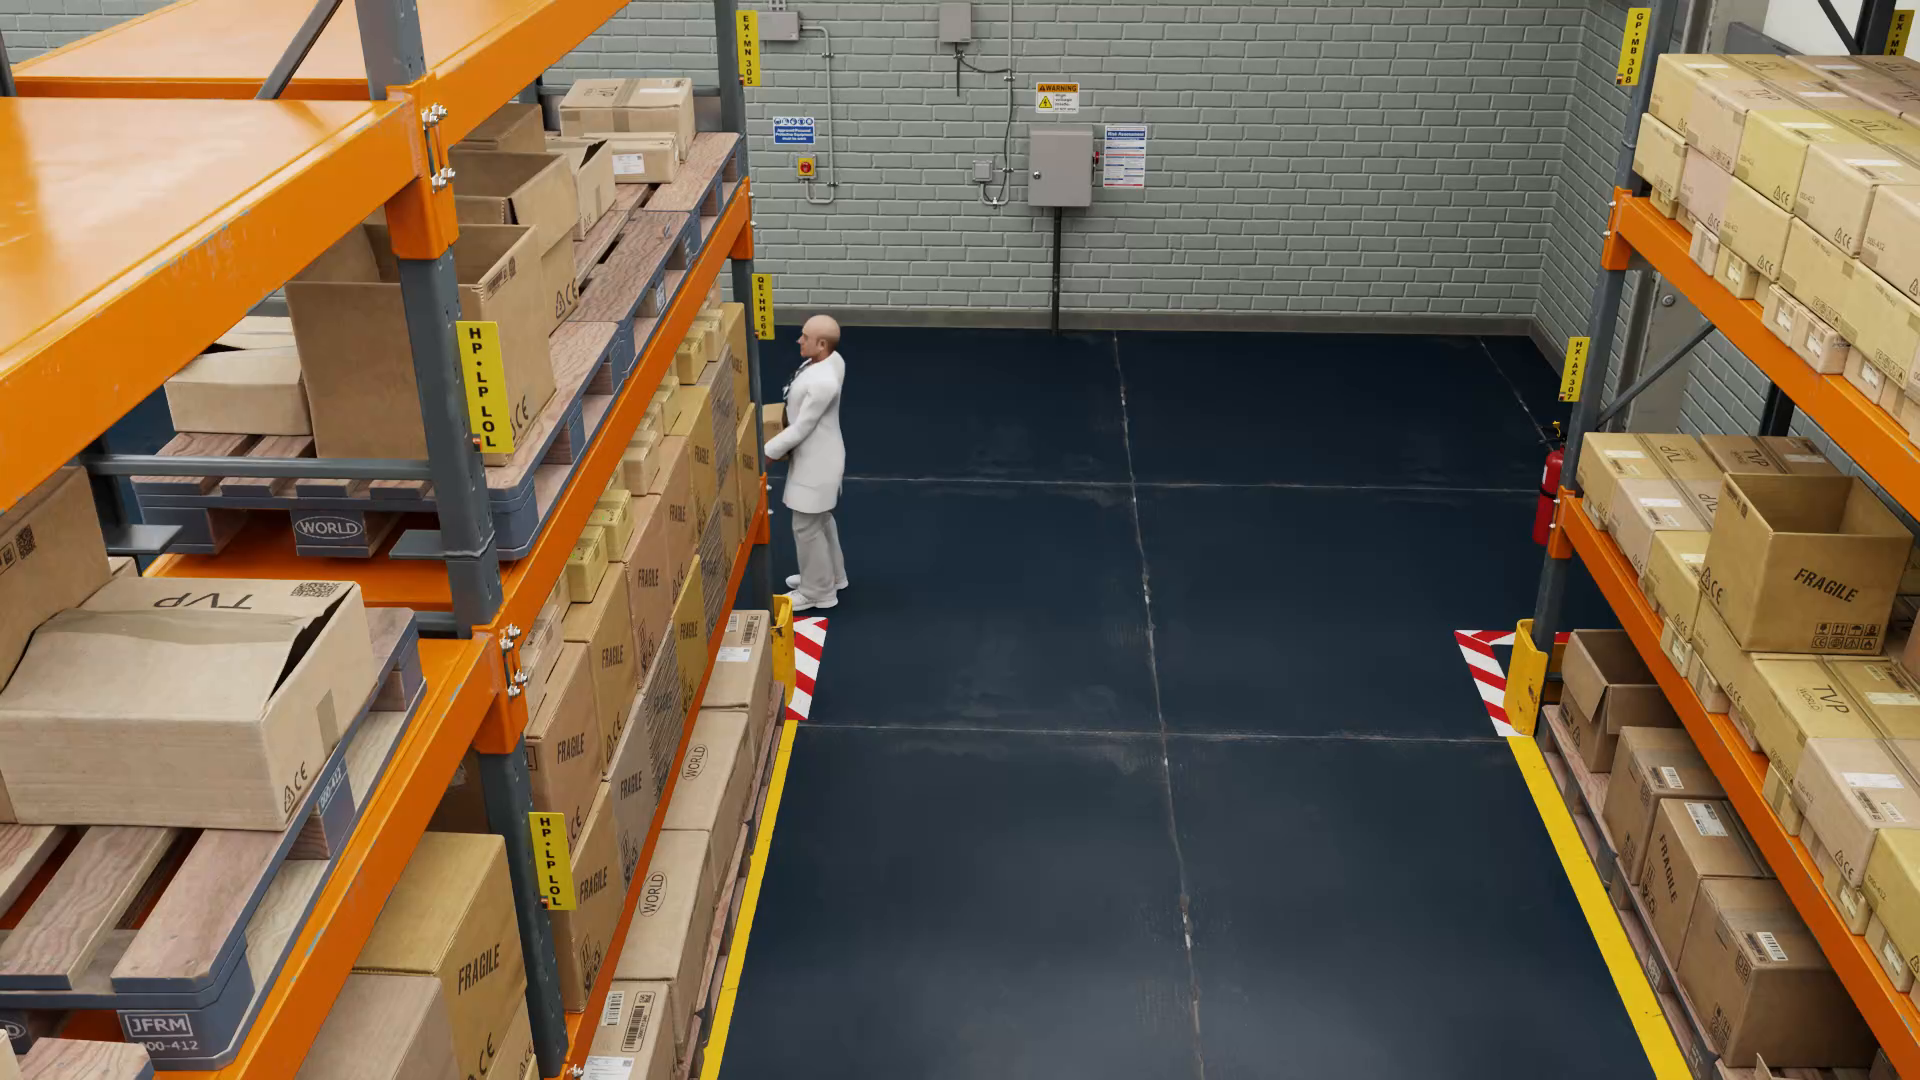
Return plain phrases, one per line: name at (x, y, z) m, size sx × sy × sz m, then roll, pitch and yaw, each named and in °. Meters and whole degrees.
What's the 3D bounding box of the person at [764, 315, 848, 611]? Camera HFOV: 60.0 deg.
person at (-0.924, -0.440, 9.485) m, size 0.558 × 1.774 × 0.528 m, roll 0°, pitch 28°, yaw -1°
